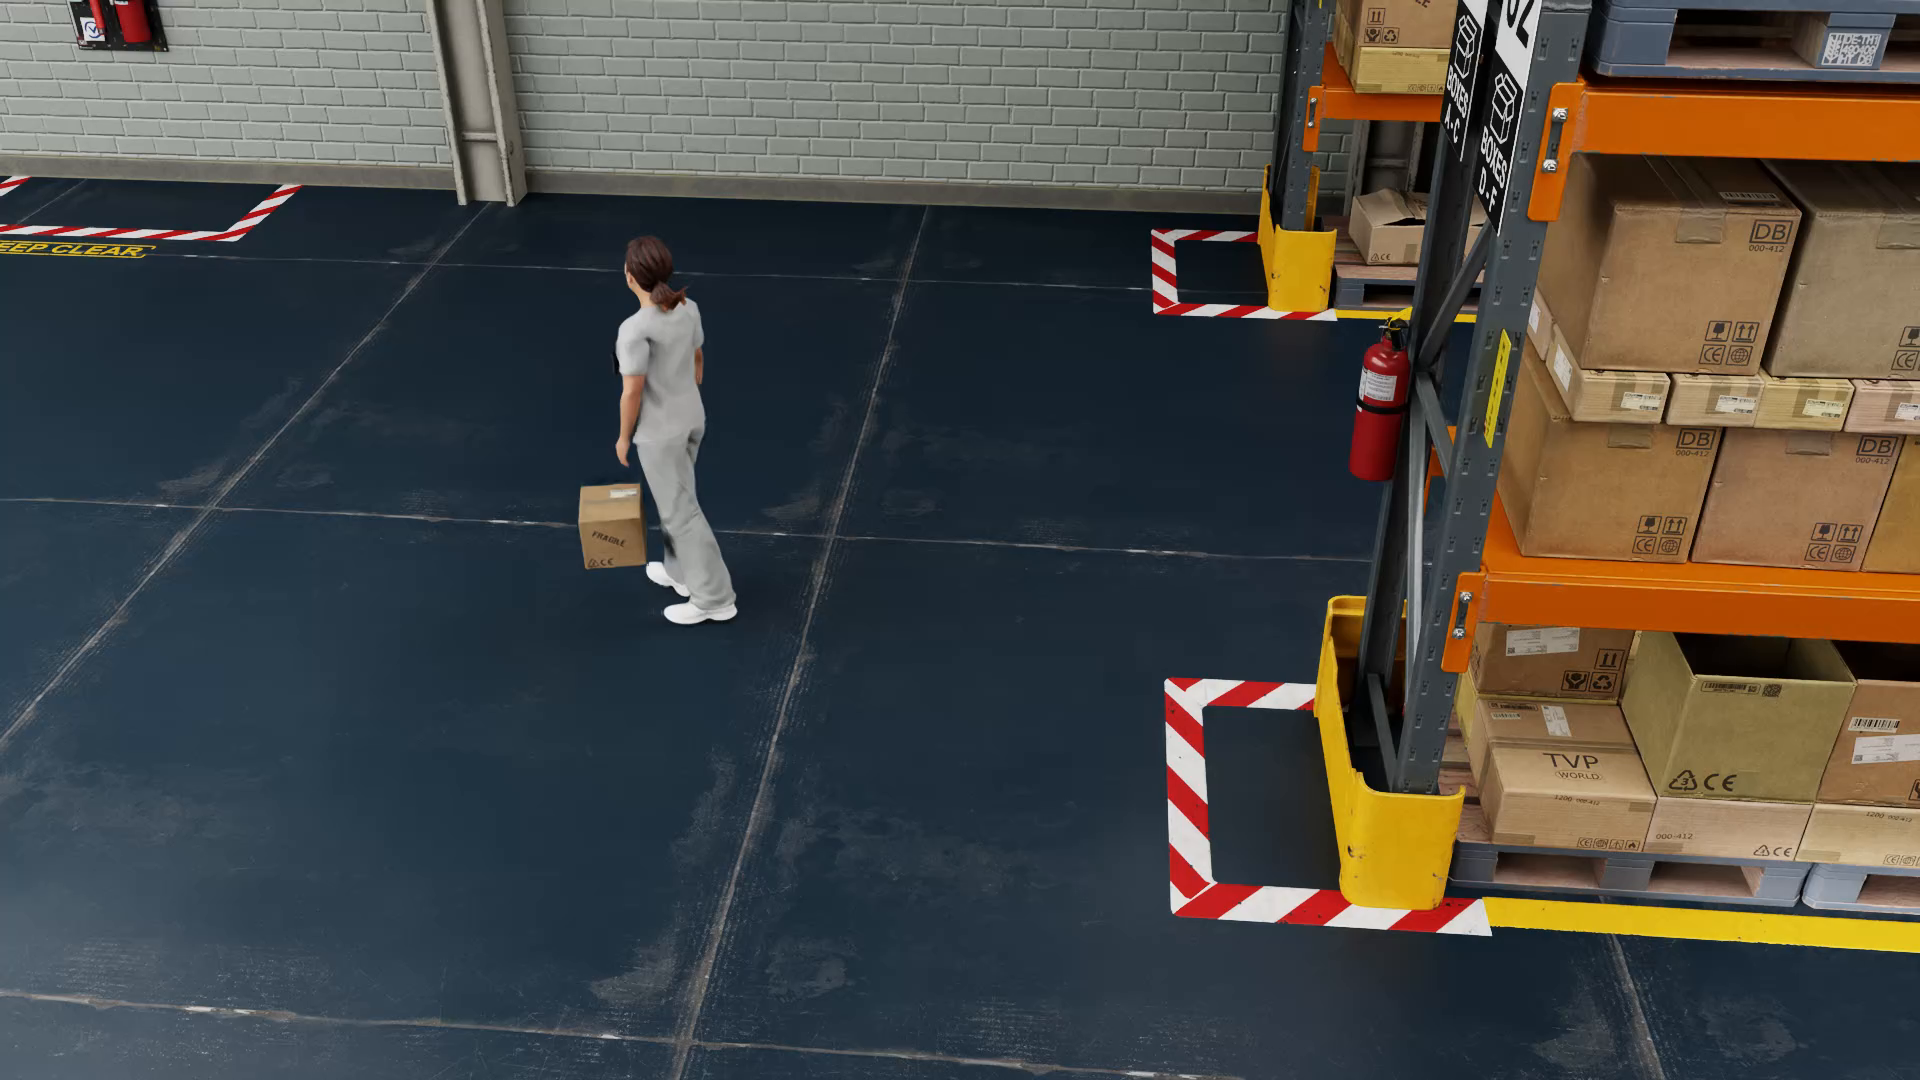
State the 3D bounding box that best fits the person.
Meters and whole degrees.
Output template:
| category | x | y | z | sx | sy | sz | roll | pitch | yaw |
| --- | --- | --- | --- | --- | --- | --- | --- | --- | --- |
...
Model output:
| category | x | y | z | sx | sy | sz | roll | pitch | yaw |
| --- | --- | --- | --- | --- | --- | --- | --- | --- | --- |
| person | -1.188 | -0.444 | 6.853 | 0.577 | 1.662 | 0.468 | 16 | 35 | 23 |
